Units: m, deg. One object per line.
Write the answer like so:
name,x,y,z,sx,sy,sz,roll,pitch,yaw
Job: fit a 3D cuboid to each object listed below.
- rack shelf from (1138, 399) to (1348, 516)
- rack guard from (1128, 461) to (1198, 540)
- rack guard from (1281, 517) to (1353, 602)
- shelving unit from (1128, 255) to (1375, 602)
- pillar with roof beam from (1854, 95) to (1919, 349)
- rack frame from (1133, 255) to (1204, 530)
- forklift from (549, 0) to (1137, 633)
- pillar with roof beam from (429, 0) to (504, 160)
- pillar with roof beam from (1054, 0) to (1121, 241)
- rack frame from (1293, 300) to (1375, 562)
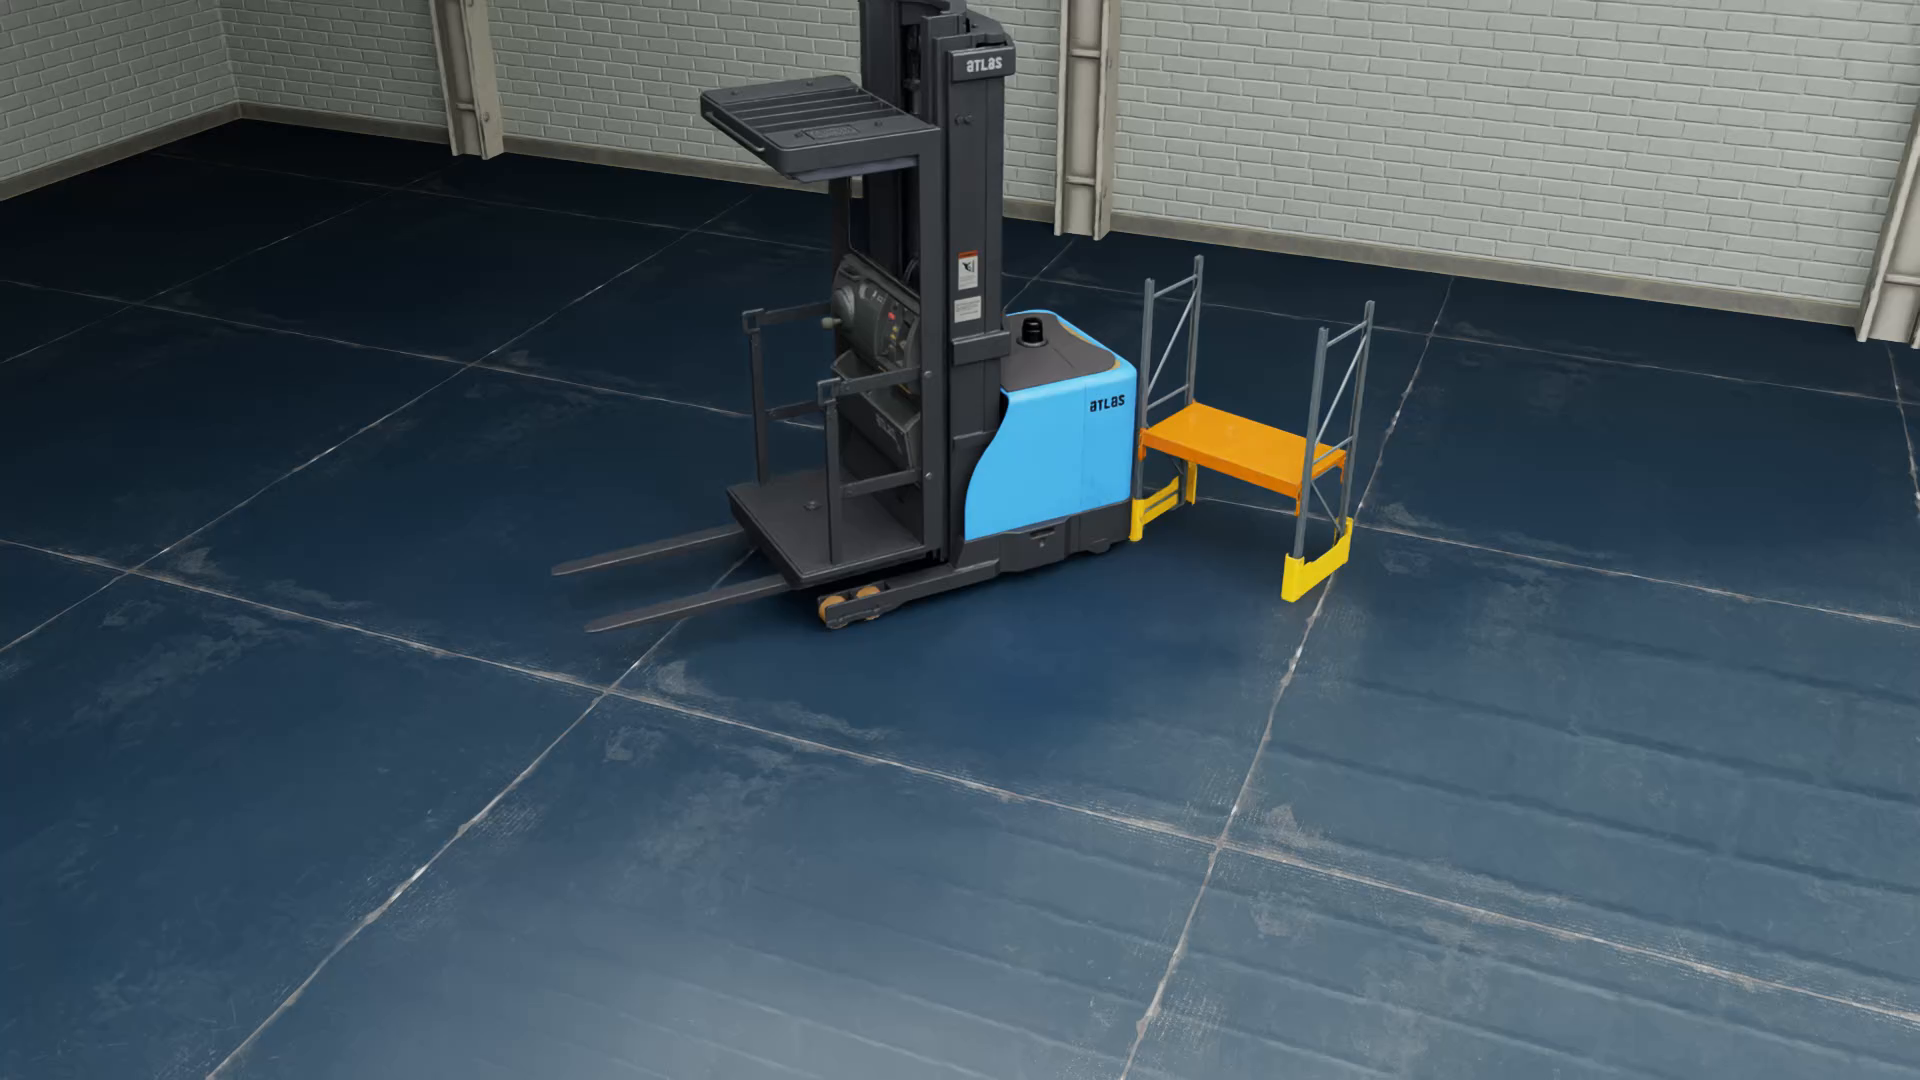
rack shelf,1.515,-0.456,8.898,1.000,0.185,0.538,23,37,35
rack guard,1.145,-0.226,9.395,0.087,0.250,0.587,23,37,35
rack guard,1.899,0.094,8.829,0.087,0.250,0.587,23,37,35
shelving unit,1.522,-0.610,8.804,1.083,1.500,0.587,23,37,35
pillar with roof beam,4.953,-3.394,6.109,0.400,9.000,9.100,11,31,19
rack frame,1.130,-0.776,9.098,0.032,1.500,0.500,23,37,35
forklift,-0.608,-1.123,8.257,3.031,2.935,1.130,-14,32,-23
pillar with roof beam,-6.166,-5.614,10.037,0.400,9.000,9.100,11,31,19
pillar with roof beam,-0.606,-4.504,8.073,0.400,9.000,9.100,11,31,19
rack frame,1.900,-0.449,8.521,0.032,1.500,0.500,23,37,35
